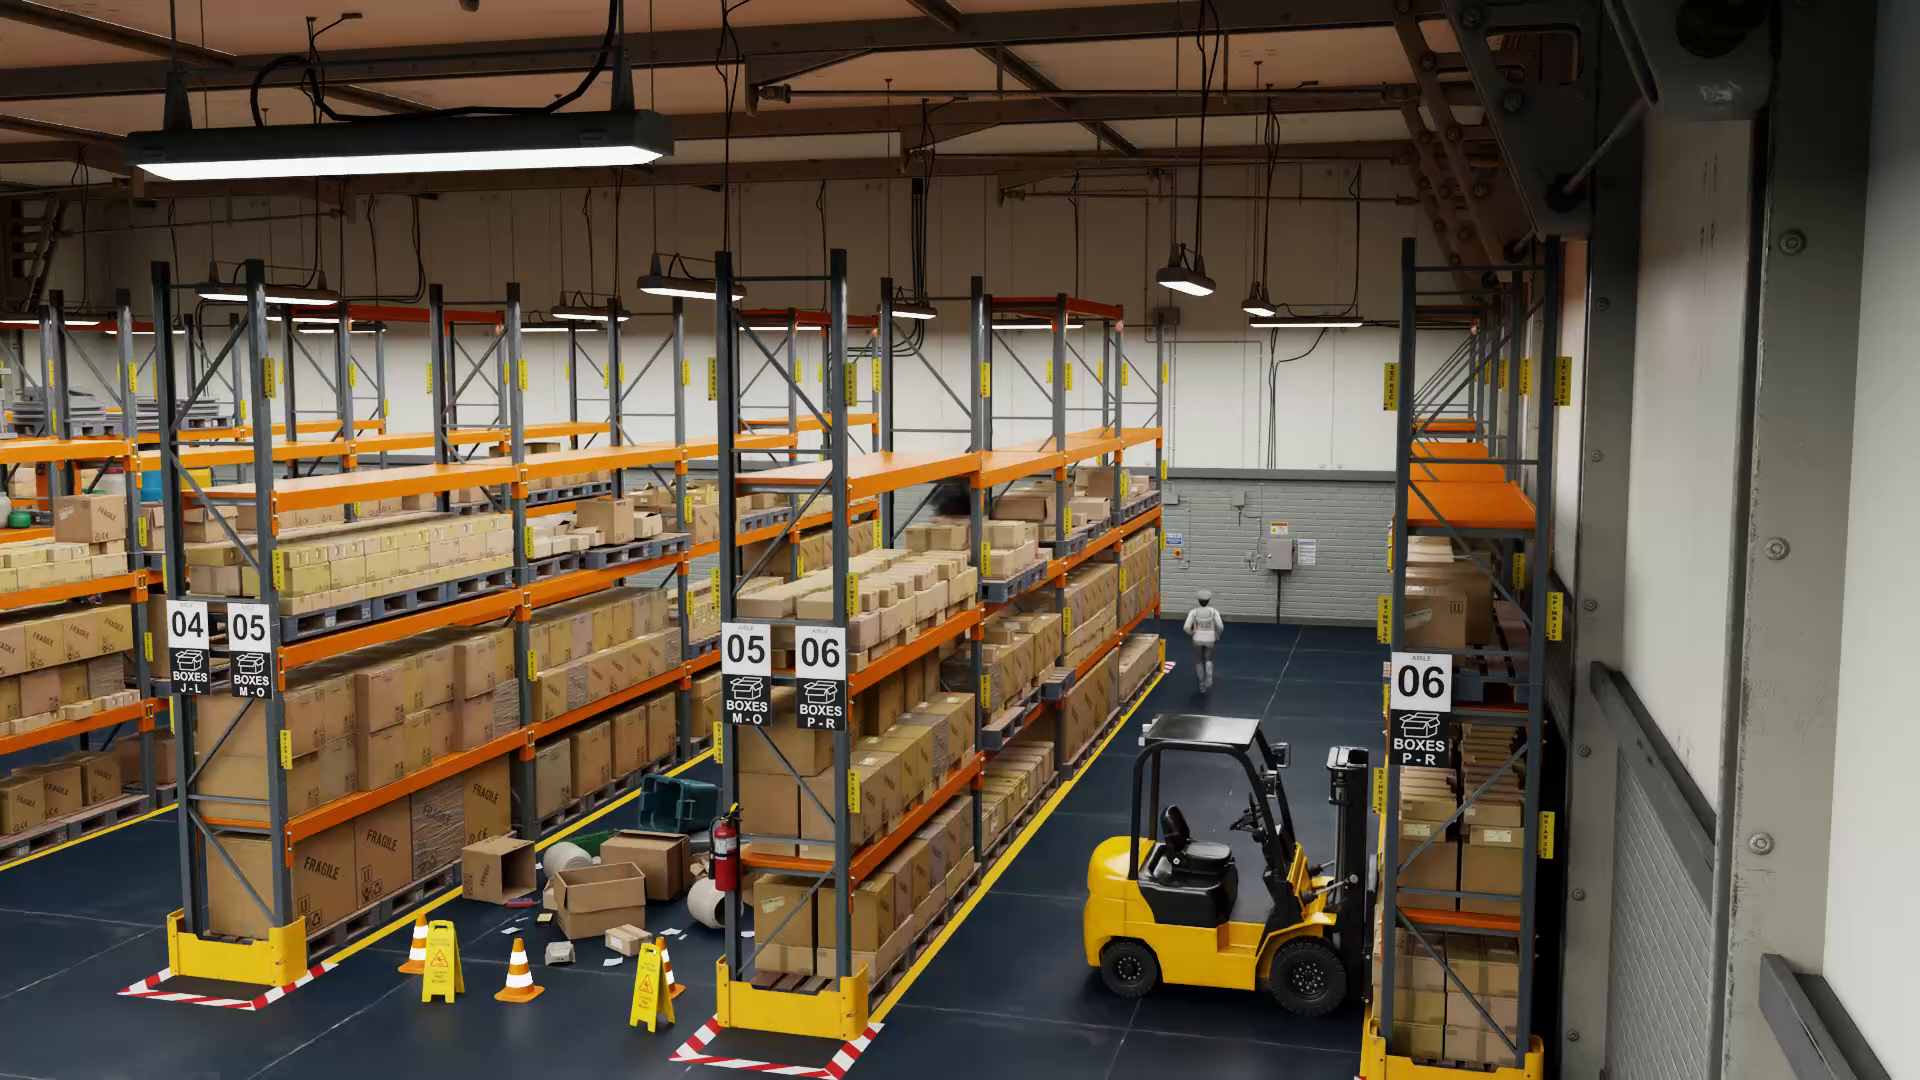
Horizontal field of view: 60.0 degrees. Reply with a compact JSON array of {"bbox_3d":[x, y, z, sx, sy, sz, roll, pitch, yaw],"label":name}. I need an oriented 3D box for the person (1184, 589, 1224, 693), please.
[{"bbox_3d":[3.816,1.595,26.080,0.615,1.657,0.555,1,6,5],"label":"person"}]
